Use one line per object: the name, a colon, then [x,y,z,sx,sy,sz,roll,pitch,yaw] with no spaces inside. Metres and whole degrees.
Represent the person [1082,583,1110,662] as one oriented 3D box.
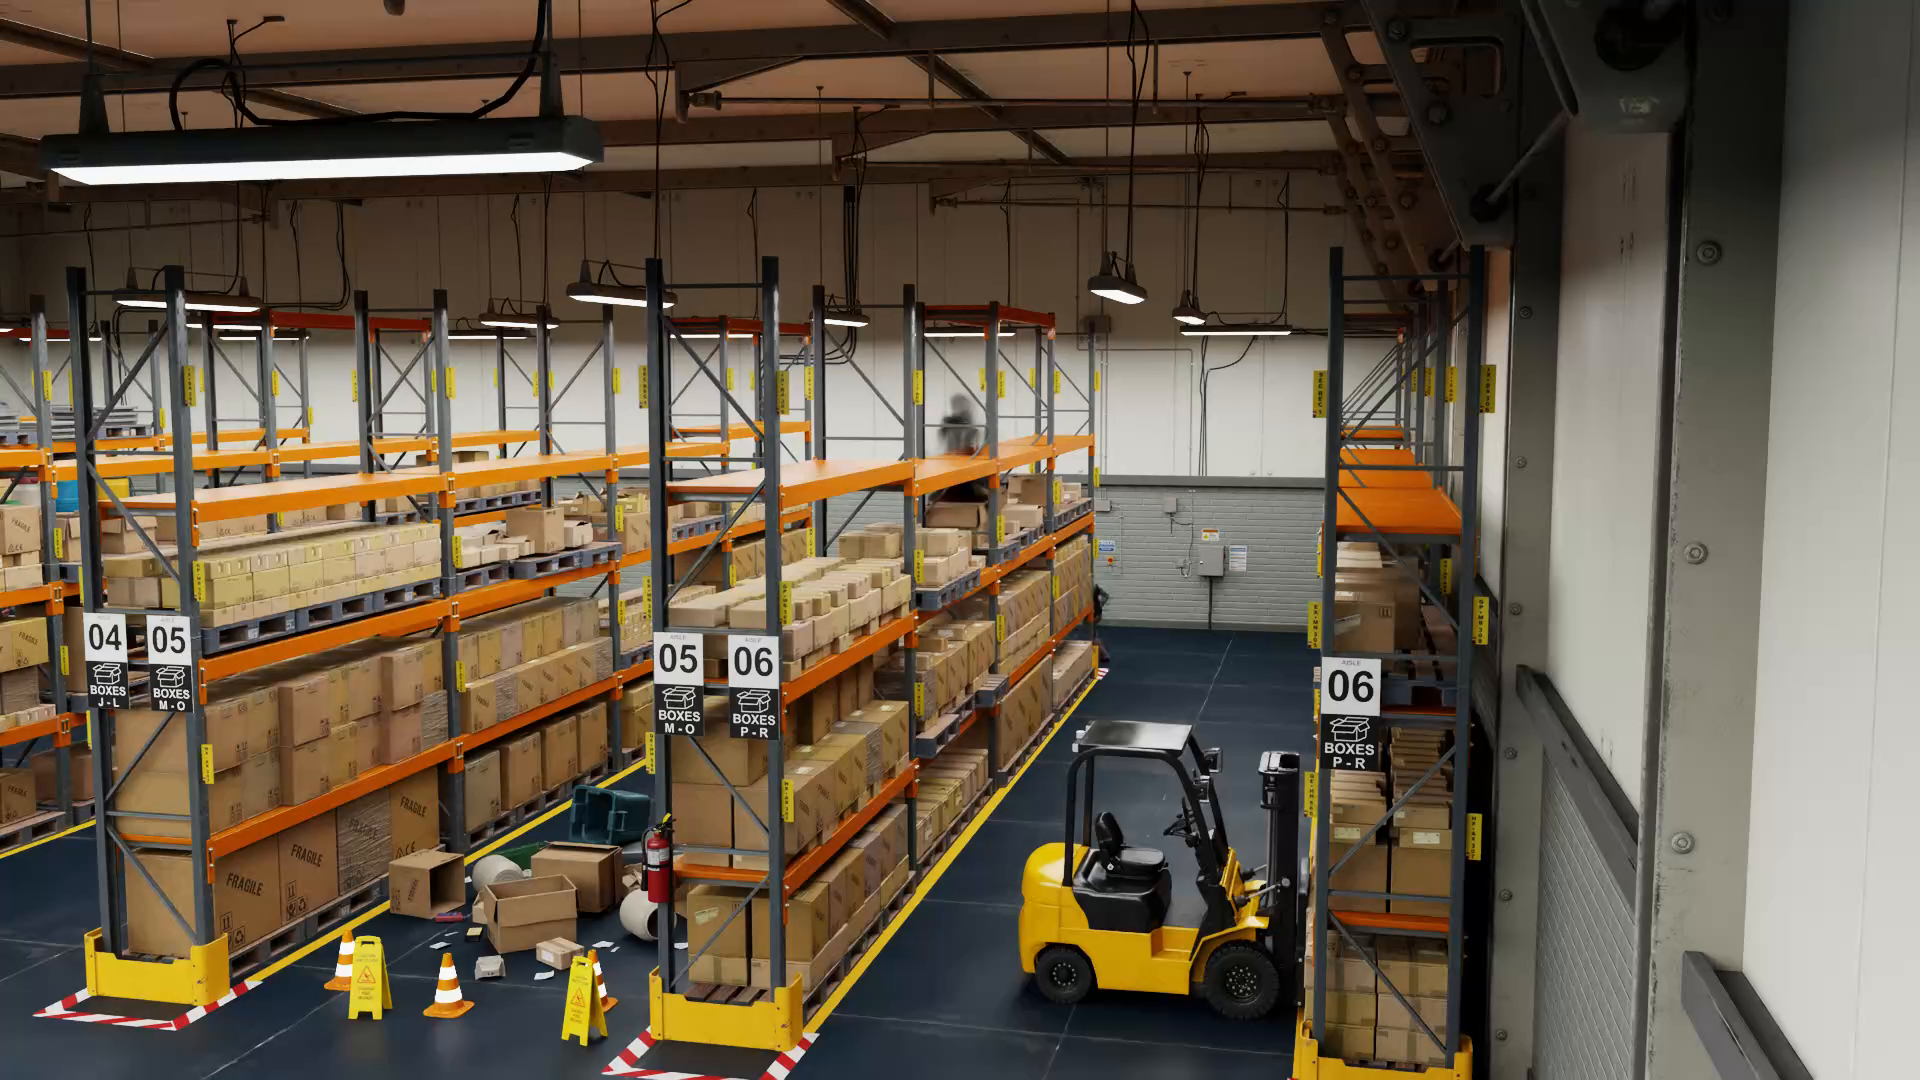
person: [2.308,1.359,29.527,0.639,1.649,0.768,6,8,44]
